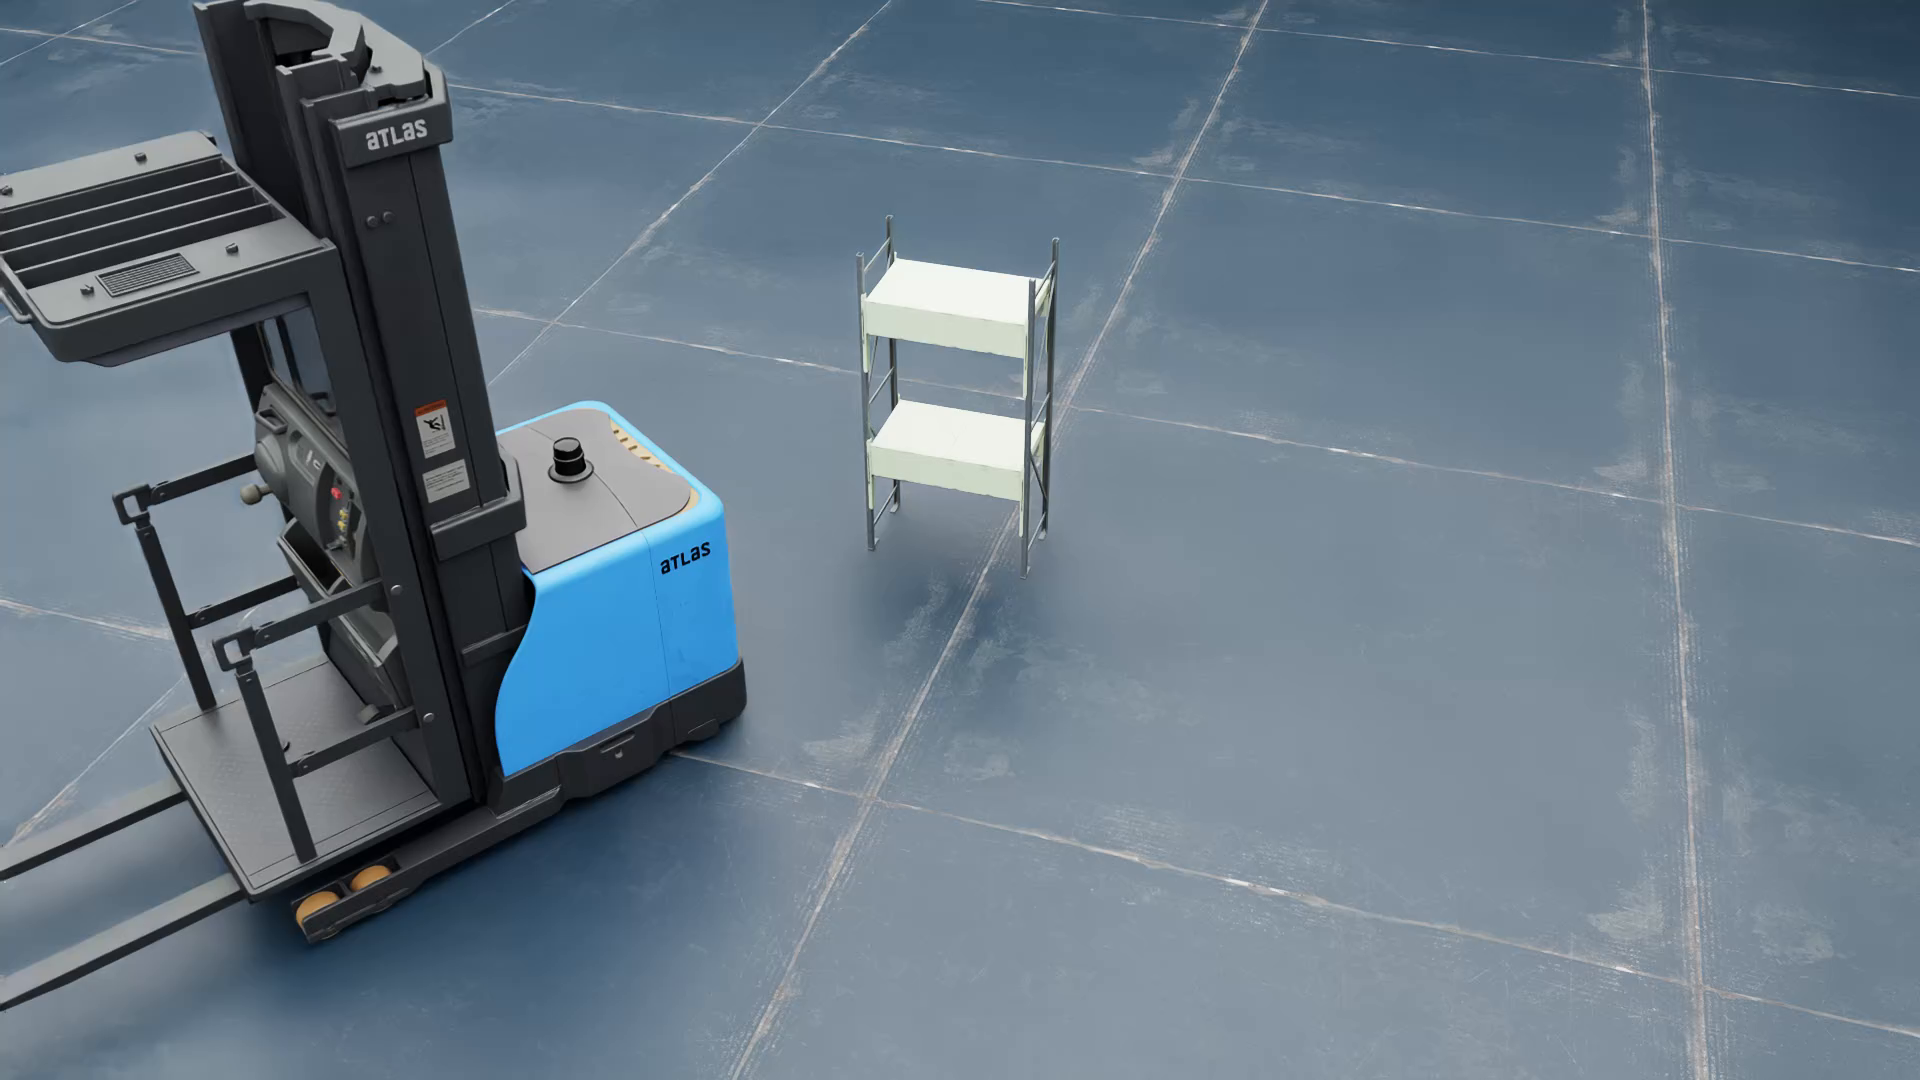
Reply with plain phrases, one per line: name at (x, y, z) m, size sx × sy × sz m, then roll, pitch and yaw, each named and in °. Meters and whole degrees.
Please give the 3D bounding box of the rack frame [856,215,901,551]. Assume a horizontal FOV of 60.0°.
rack frame at (-0.356, -0.670, 7.395) m, size 0.023 × 1.500 × 0.400 m, roll 10°, pitch 38°, yaw 14°

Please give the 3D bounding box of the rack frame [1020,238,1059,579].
rack frame at (0.343, -0.541, 7.219) m, size 0.023 × 1.500 × 0.400 m, roll 10°, pitch 38°, yaw 14°

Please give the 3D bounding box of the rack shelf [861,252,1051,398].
rack shelf at (-0.006, -0.919, 7.076) m, size 0.720 × 0.370 × 0.431 m, roll 10°, pitch 38°, yaw 14°

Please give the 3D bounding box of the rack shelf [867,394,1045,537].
rack shelf at (-0.006, -0.343, 7.500) m, size 0.720 × 0.370 × 0.431 m, roll 10°, pitch 38°, yaw 14°

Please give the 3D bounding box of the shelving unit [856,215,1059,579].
shelving unit at (-0.006, -0.605, 7.307) m, size 0.755 × 1.500 × 0.431 m, roll 10°, pitch 38°, yaw 14°

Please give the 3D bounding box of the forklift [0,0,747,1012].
forklift at (-2.328, -0.134, 5.459) m, size 3.031 × 2.935 × 1.130 m, roll -25°, pitch 43°, yaw -30°
